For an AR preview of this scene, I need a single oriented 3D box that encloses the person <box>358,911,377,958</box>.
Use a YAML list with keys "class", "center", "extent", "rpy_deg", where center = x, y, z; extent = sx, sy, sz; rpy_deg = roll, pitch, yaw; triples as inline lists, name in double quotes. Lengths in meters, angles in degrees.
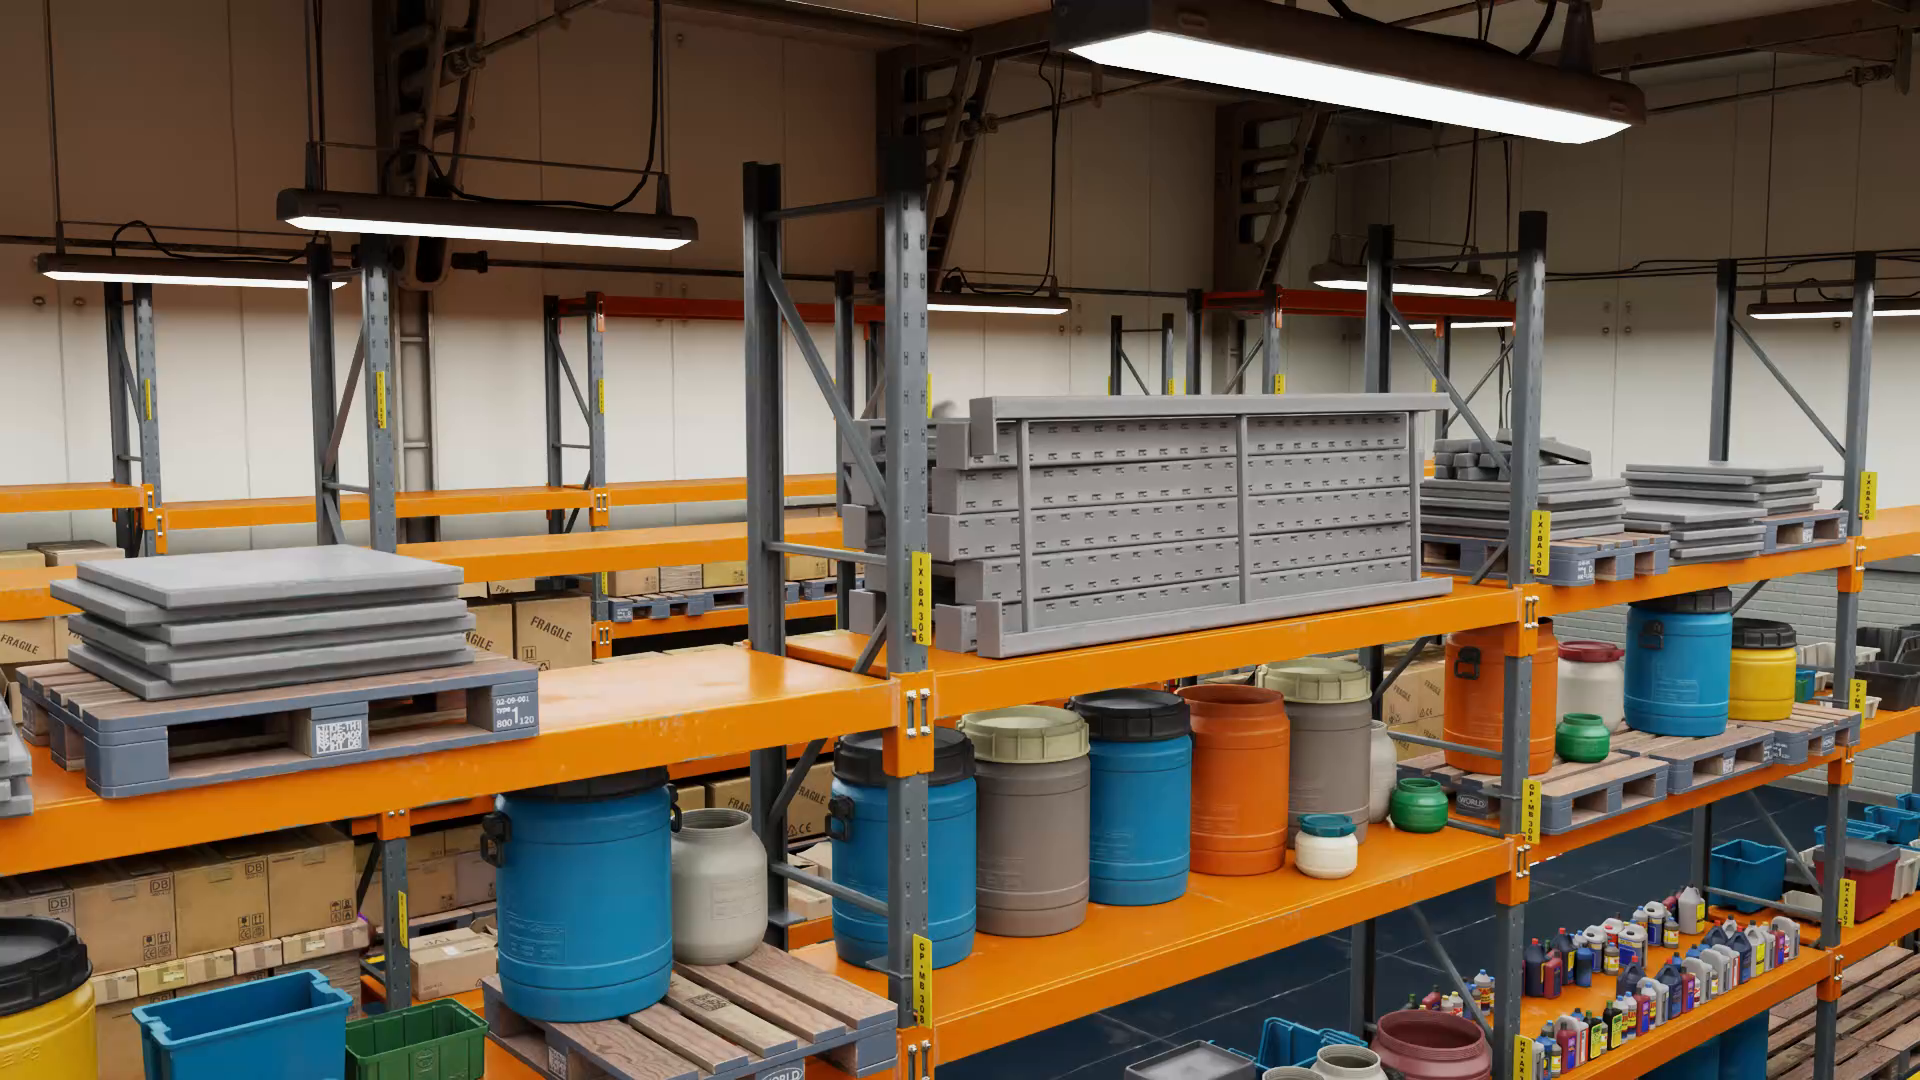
- class: "person"
  center: [-4.445, 3.150, 11.840]
  extent: [0.913, 1.811, 0.702]
  rpy_deg: [-4, 7, -35]
